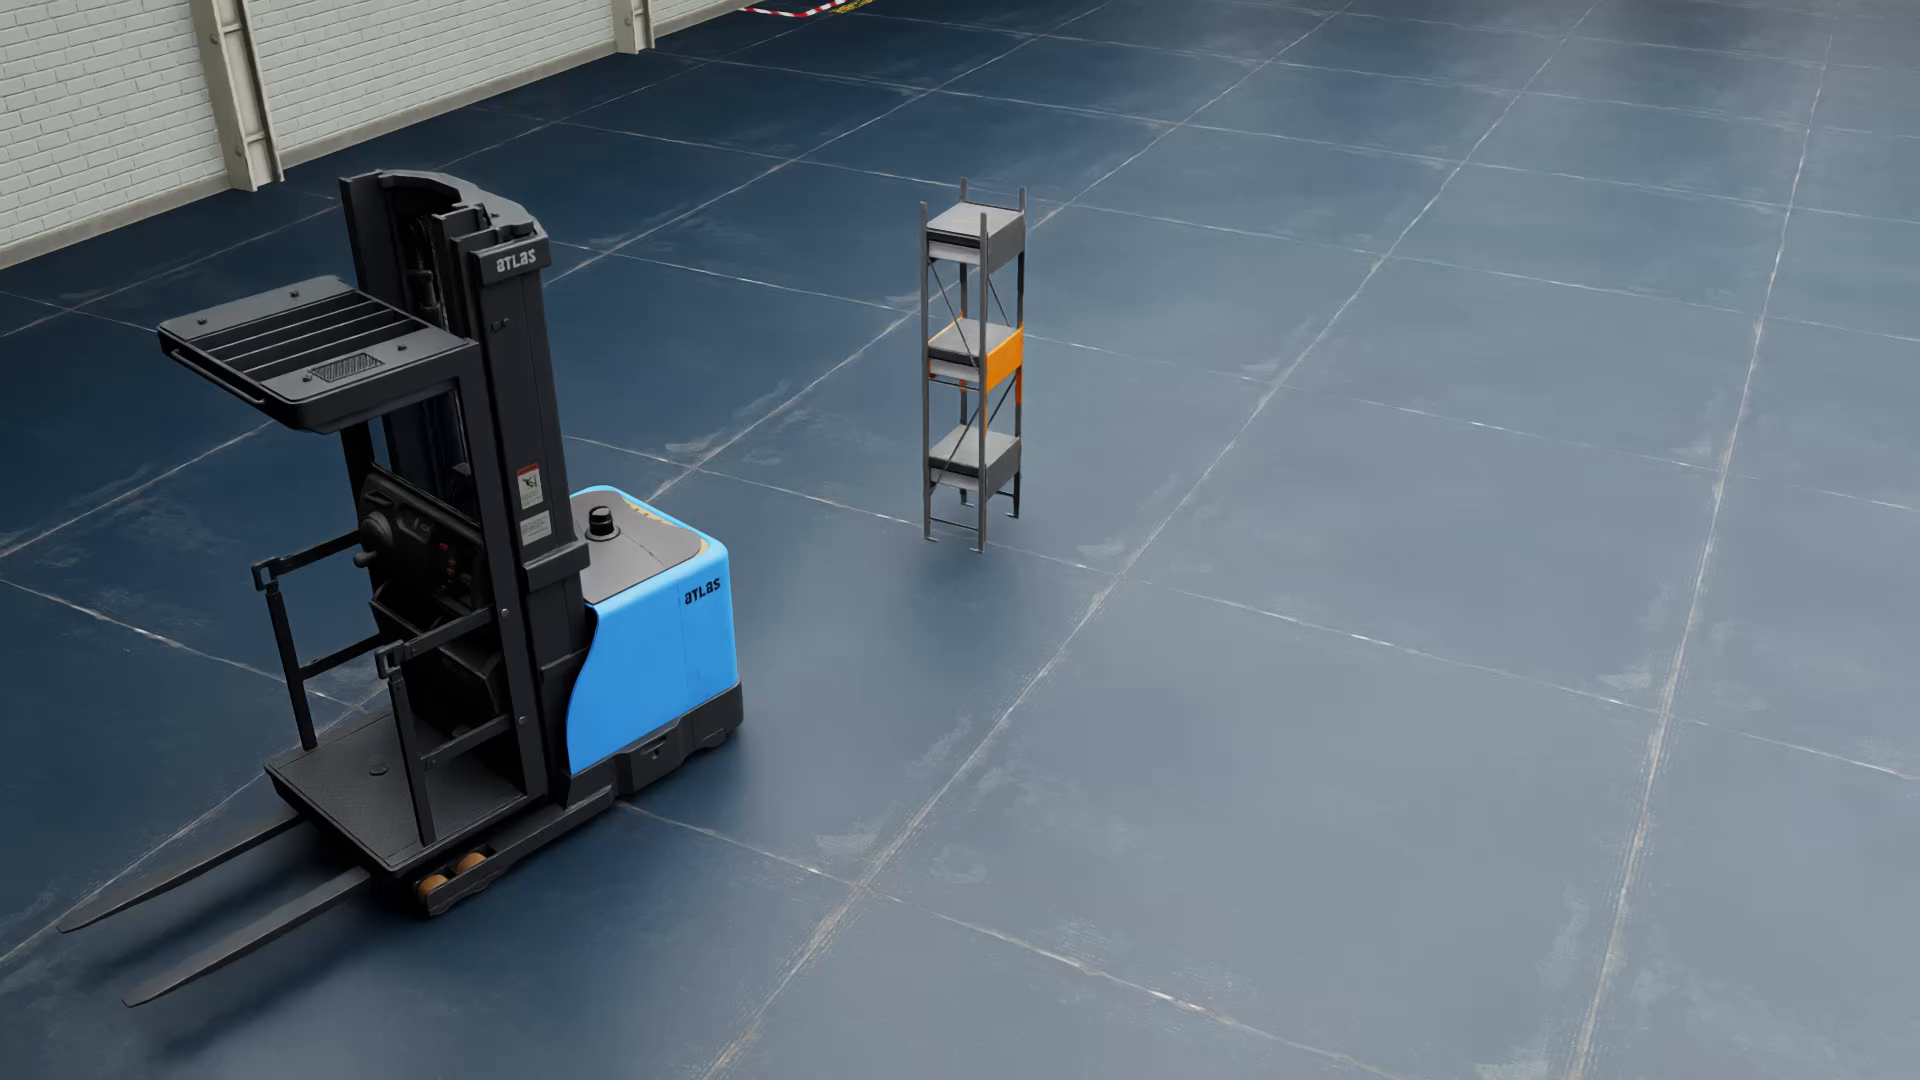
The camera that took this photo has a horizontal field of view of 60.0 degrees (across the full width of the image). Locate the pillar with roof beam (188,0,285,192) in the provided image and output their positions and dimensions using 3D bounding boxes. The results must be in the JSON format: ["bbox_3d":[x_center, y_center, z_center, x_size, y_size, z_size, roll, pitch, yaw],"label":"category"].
[{"bbox_3d":[-2.930,-6.355,12.071,9.100,9.000,0.400,14,33,23],"label":"pillar with roof beam"}]

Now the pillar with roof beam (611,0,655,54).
[{"bbox_3d":[-0.197,-9.015,16.703,9.100,9.000,0.400,14,33,23],"label":"pillar with roof beam"}]

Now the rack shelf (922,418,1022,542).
[{"bbox_3d":[0.075,-0.365,10.001,0.431,0.518,0.480,14,33,23],"label":"rack shelf"}]

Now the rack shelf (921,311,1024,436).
[{"bbox_3d":[0.075,-0.972,9.652,0.431,0.518,0.480,14,33,23],"label":"rack shelf"}]

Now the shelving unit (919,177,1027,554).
[{"bbox_3d":[0.075,-0.984,9.645,0.431,2.100,0.503,14,33,23],"label":"shelving unit"}]

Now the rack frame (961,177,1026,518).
[{"bbox_3d":[0.187,-1.092,9.834,0.400,2.100,0.015,14,33,23],"label":"rack frame"}]

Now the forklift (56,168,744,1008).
[{"bbox_3d":[-2.447,0.064,6.985,1.130,2.935,3.031,24,38,36],"label":"forklift"}]

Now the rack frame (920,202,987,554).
[{"bbox_3d":[-0.036,-0.876,9.457,0.400,2.100,0.015,14,33,23],"label":"rack frame"}]

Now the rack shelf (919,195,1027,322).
[{"bbox_3d":[0.075,-1.579,9.304,0.431,0.518,0.480,14,33,23],"label":"rack shelf"}]
